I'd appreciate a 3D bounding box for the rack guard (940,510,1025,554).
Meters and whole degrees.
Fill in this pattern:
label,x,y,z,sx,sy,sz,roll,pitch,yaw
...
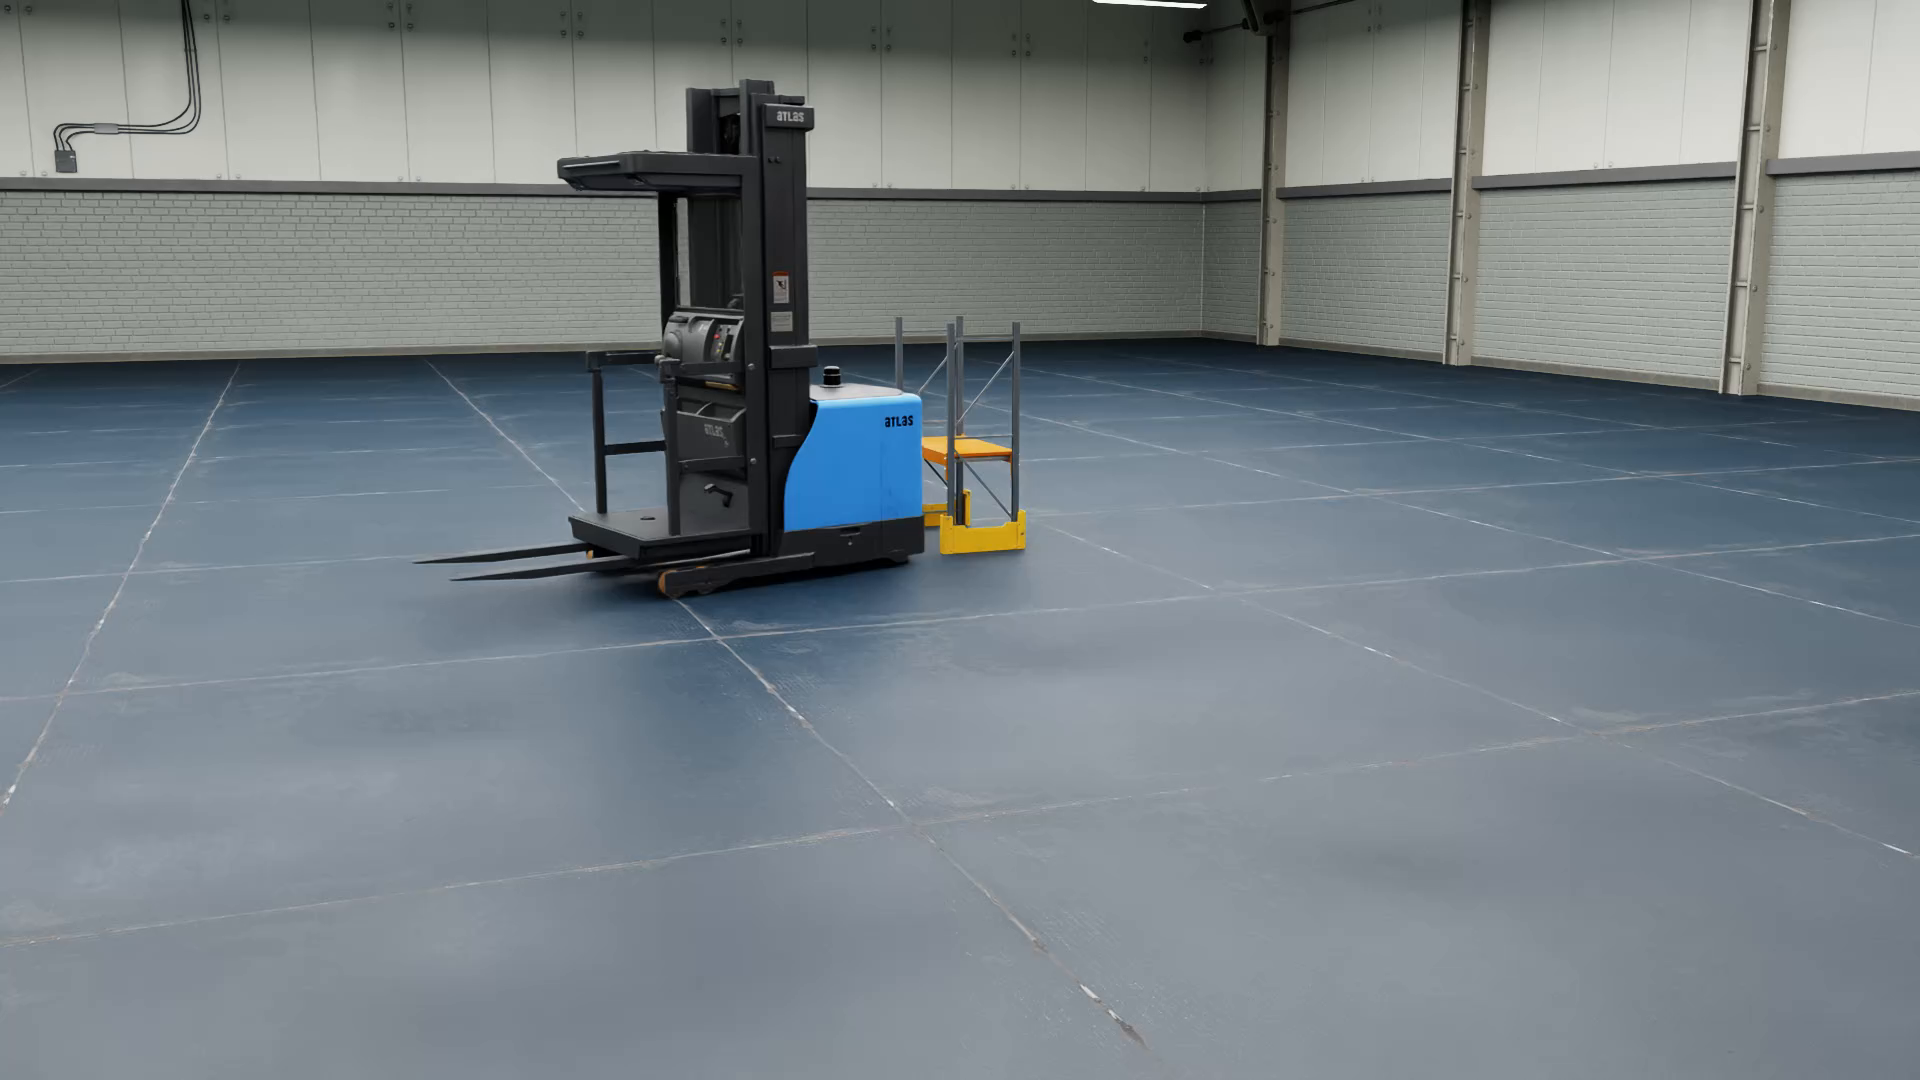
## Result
label,x,y,z,sx,sy,sz,roll,pitch,yaw
rack guard,0.153,-0.054,11.011,0.587,0.250,0.087,-4,11,-21

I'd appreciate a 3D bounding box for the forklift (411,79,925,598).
label,x,y,z,sx,sy,sz,roll,pitch,yaw
forklift,-1.713,-1.214,9.875,3.031,2.935,1.130,-7,12,-36

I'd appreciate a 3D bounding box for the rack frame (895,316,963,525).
label,x,y,z,sx,sy,sz,roll,pitch,yaw
rack frame,-0.215,-0.835,11.834,0.500,1.500,0.032,-4,11,-21

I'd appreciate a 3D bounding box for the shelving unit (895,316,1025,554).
label,x,y,z,sx,sy,sz,roll,pitch,yaw
shelving unit,-0.028,-0.751,11.359,0.587,1.500,1.083,-4,11,-21

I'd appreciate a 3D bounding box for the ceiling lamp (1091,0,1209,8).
label,x,y,z,sx,sy,sz,roll,pitch,yaw
ceiling lamp,3.006,-10.306,26.996,2.000,3.185,0.800,-4,11,-21

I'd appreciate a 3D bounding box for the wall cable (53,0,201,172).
label,x,y,z,sx,sy,sz,roll,pitch,yaw
wall cable,-14.111,-9.218,27.834,2.305,6.003,0.169,-4,11,-21

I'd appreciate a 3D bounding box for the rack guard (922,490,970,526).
label,x,y,z,sx,sy,sz,roll,pitch,yaw
rack guard,-0.208,-0.217,11.925,0.587,0.250,0.087,-4,11,-21

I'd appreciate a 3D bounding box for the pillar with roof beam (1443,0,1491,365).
label,x,y,z,sx,sy,sz,roll,pitch,yaw
pillar with roof beam,4.391,-7.125,25.781,9.100,9.000,0.400,-4,11,-21

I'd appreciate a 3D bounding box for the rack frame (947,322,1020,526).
label,x,y,z,sx,sy,sz,roll,pitch,yaw
rack frame,0.153,-0.669,10.901,0.500,1.500,0.032,-4,11,-21

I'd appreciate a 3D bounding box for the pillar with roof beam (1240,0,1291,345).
label,x,y,z,sx,sy,sz,roll,pitch,yaw
pillar with roof beam,2.216,-8.104,31.286,9.100,9.000,0.548,-4,11,-21

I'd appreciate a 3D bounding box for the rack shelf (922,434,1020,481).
label,x,y,z,sx,sy,sz,roll,pitch,yaw
rack shelf,-0.031,-0.575,11.399,0.538,0.185,1.000,-4,11,-21

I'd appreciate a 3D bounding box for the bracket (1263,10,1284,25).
label,x,y,z,sx,sy,sz,roll,pitch,yaw
bracket,6.048,-10.060,32.000,0.235,0.232,0.430,-4,11,-21

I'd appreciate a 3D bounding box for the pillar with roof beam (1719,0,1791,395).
label,x,y,z,sx,sy,sz,roll,pitch,yaw
pillar with roof beam,6.565,-6.146,20.275,9.100,9.000,0.400,-4,11,-21

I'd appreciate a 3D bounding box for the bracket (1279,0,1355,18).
label,x,y,z,sx,sy,sz,roll,pitch,yaw
bracket,6.982,-9.639,29.635,0.076,0.066,4.783,-4,11,-21

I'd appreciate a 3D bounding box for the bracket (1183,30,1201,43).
label,x,y,z,sx,sy,sz,roll,pitch,yaw
bracket,4.889,-10.582,34.936,0.235,0.232,0.430,-4,11,-21

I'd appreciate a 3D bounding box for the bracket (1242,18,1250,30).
label,x,y,z,sx,sy,sz,roll,pitch,yaw
bracket,5.748,-10.195,32.761,0.235,0.232,0.430,-4,11,-21

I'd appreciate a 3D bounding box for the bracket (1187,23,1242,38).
label,x,y,z,sx,sy,sz,roll,pitch,yaw
bracket,5.103,-10.485,34.394,0.076,0.066,3.189,-4,11,-21
